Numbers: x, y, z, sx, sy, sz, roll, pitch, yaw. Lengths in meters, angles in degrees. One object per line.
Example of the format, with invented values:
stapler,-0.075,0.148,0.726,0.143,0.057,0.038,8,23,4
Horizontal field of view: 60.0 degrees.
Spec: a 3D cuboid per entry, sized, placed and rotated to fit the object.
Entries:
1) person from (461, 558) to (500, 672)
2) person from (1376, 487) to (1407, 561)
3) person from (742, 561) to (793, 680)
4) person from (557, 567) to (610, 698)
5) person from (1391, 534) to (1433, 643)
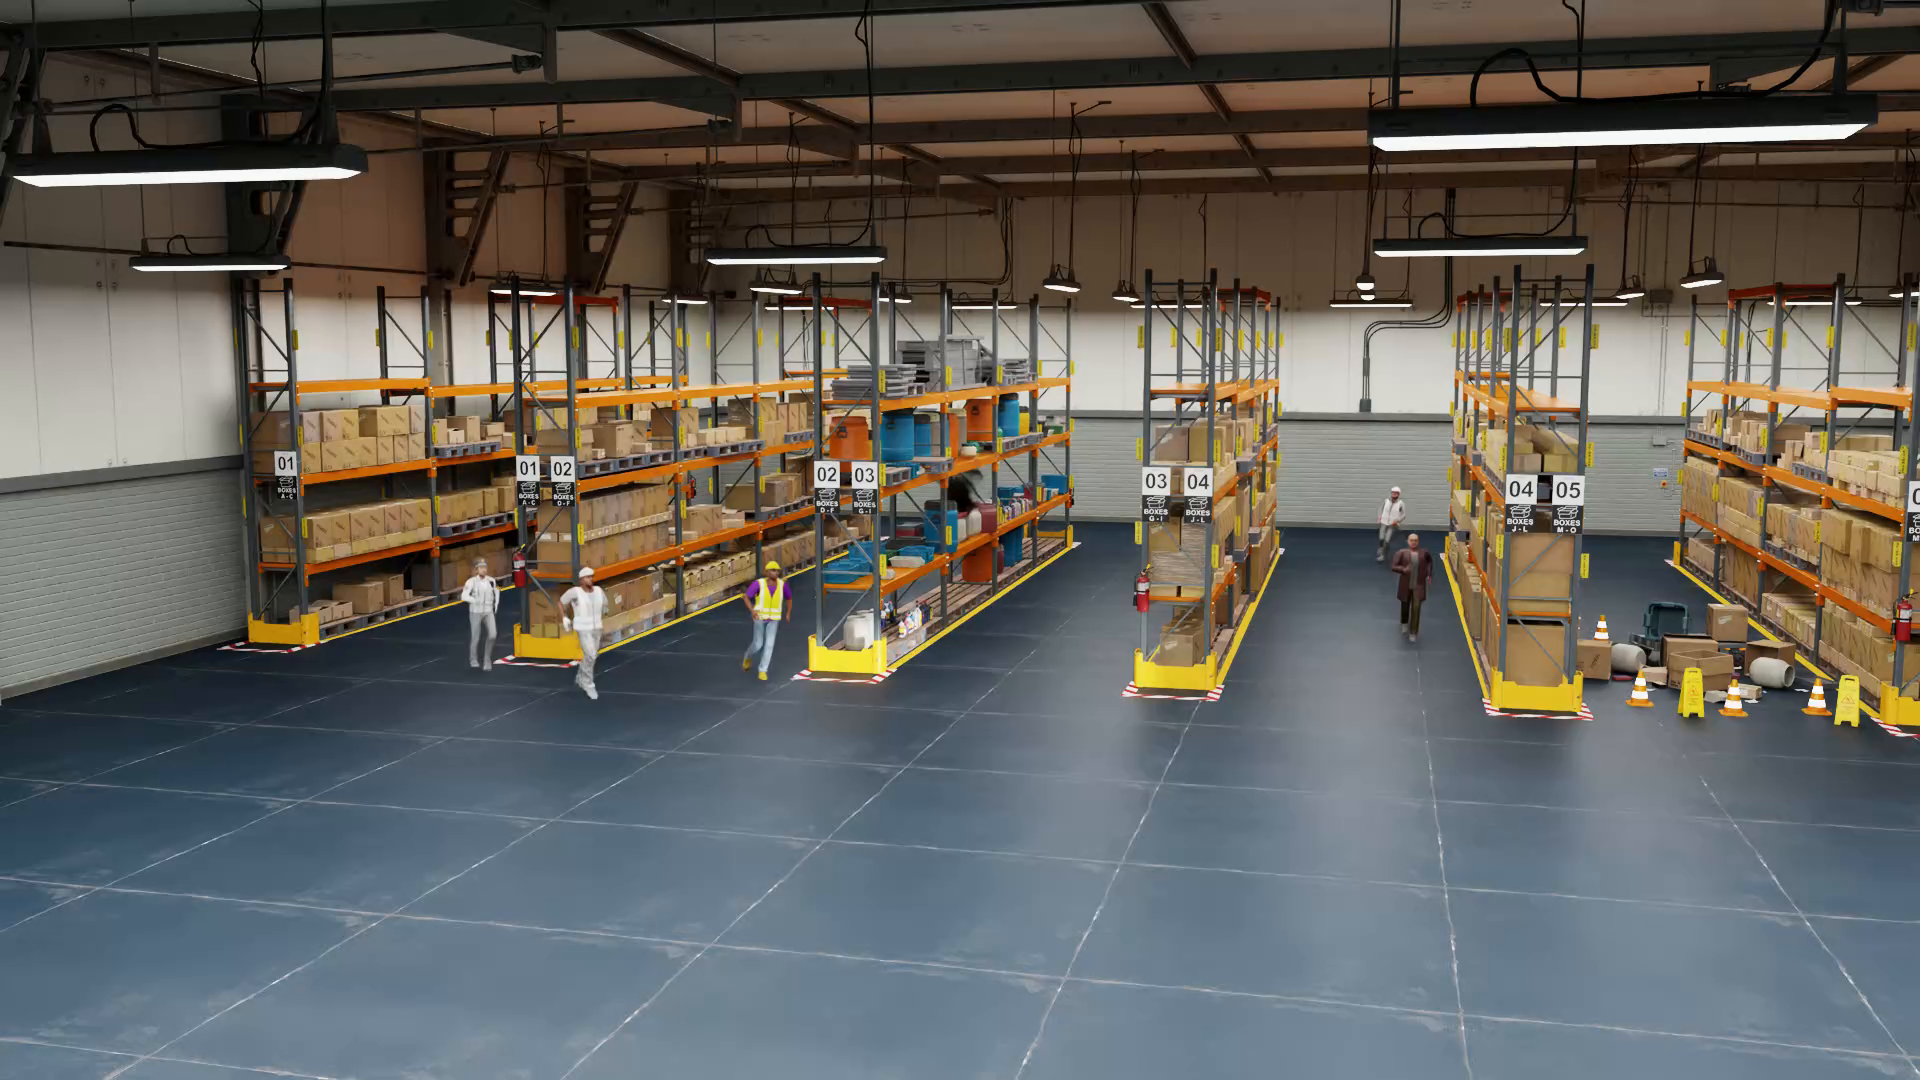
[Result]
person,-7.263,1.139,25.315,0.621,1.719,0.602,-4,8,-29
person,9.765,-0.356,37.710,0.684,1.694,0.539,4,8,27
person,-2.848,1.174,24.858,0.751,1.731,0.750,-3,7,-21
person,-5.271,1.302,23.546,0.784,1.846,0.667,6,9,39
person,7.526,0.768,27.731,0.703,1.762,1.059,1,7,11
